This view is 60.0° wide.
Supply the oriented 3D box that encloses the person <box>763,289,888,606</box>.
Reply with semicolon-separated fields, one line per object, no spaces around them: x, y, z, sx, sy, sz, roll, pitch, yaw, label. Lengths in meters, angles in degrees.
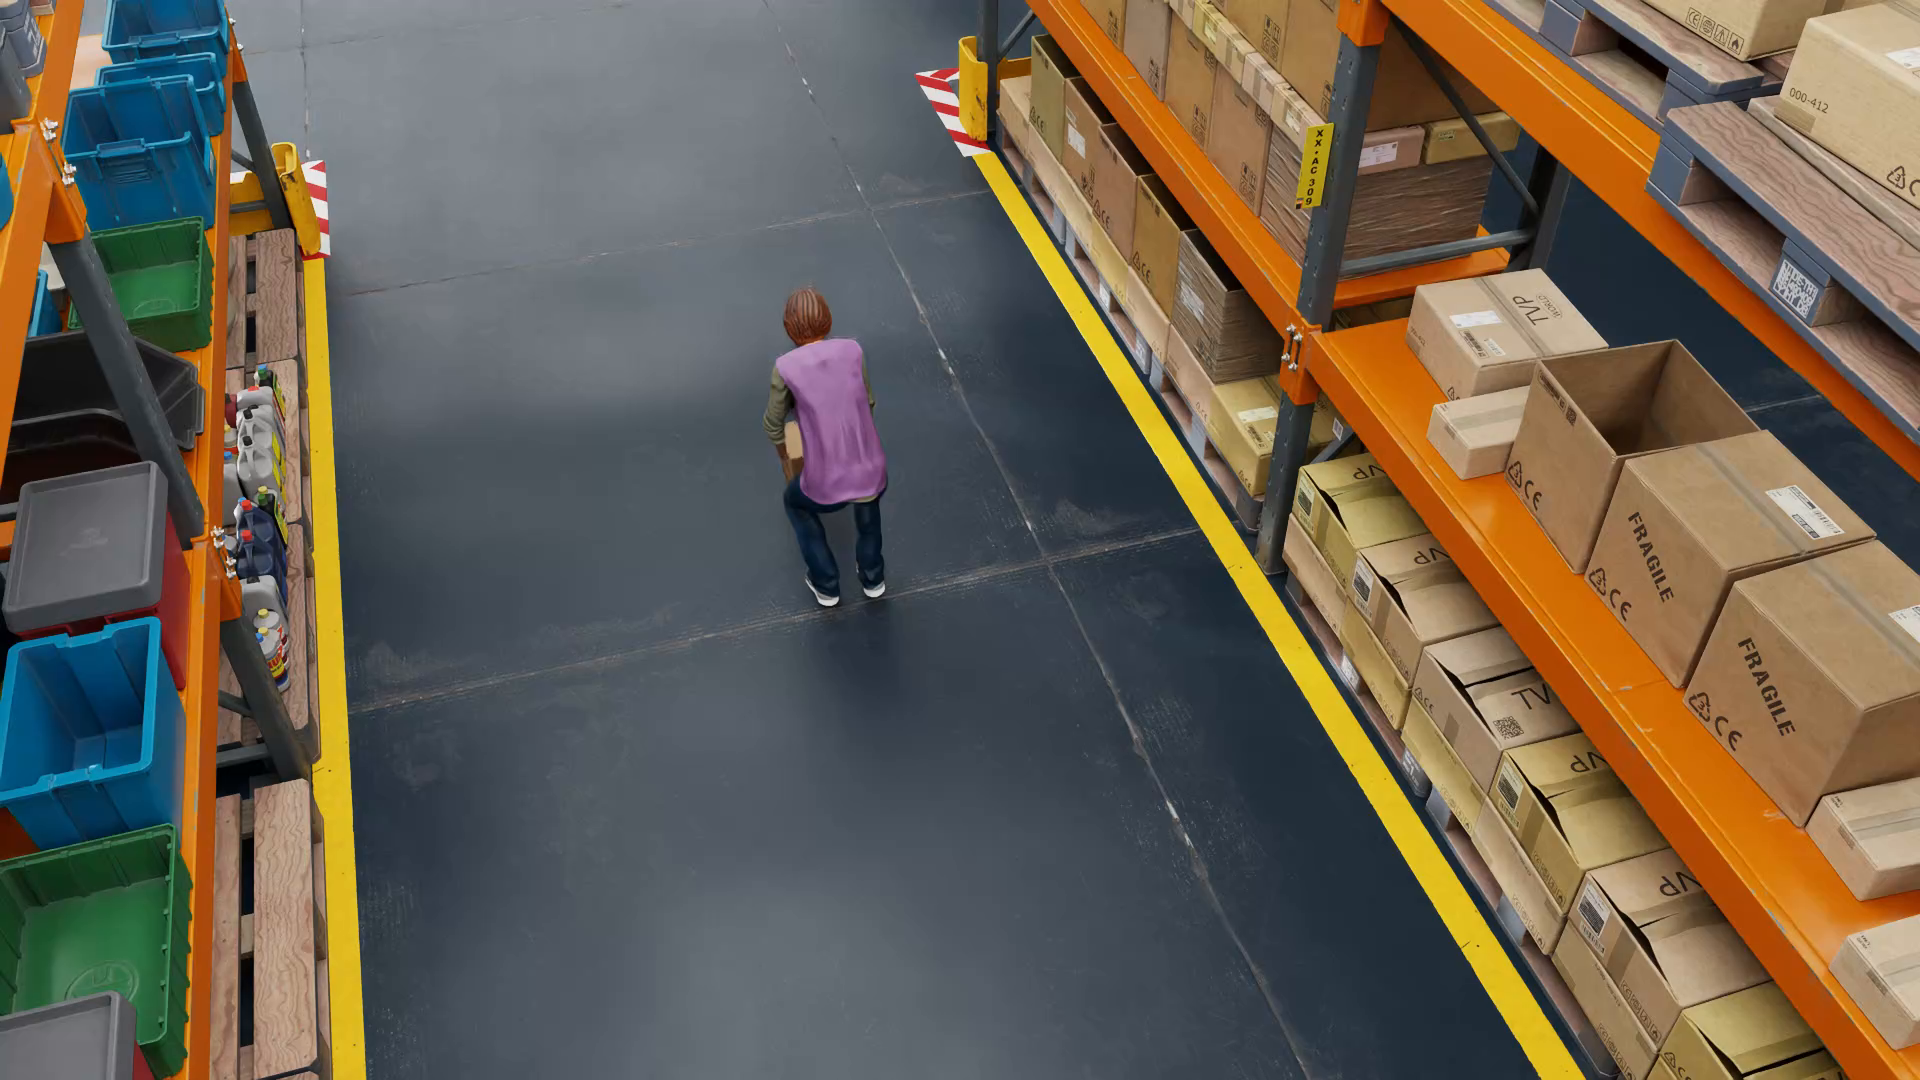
-0.535;-0.320;6.701;0.461;1.351;0.621;-12;44;-12;person
